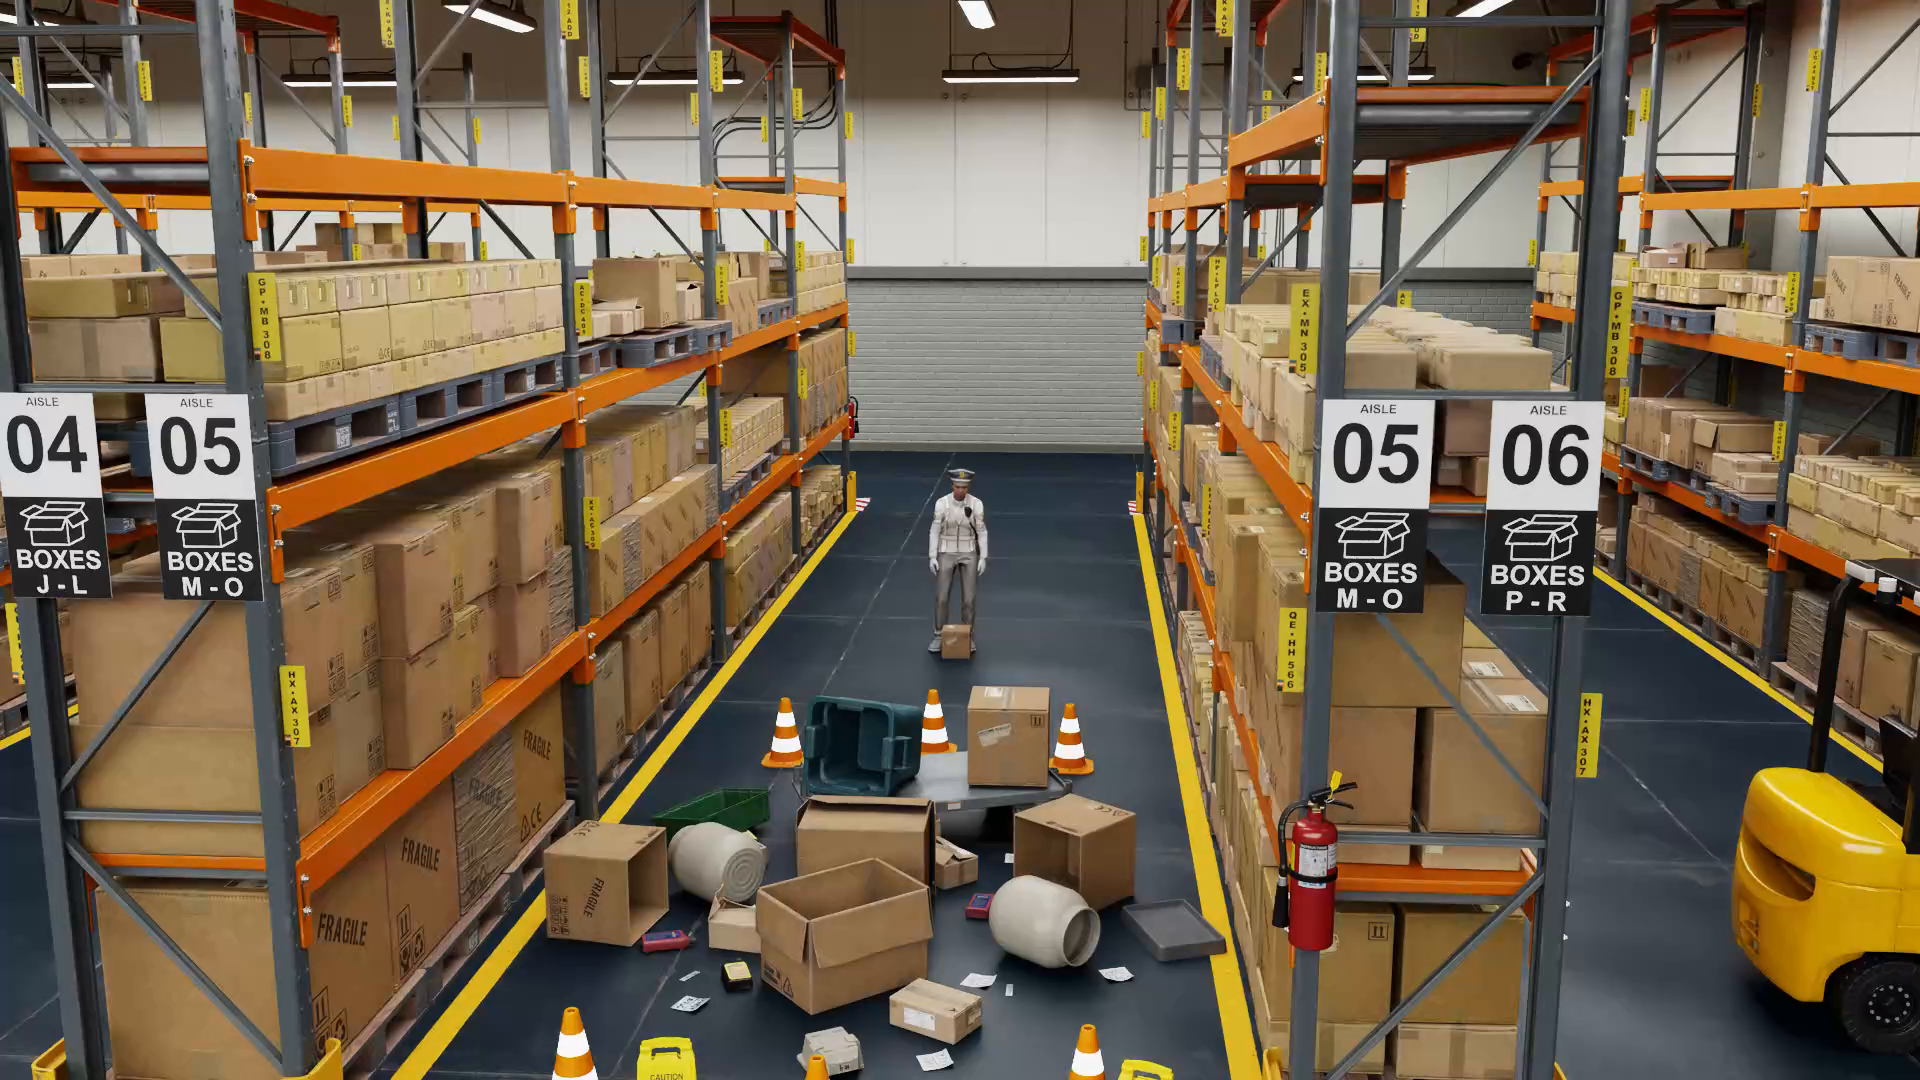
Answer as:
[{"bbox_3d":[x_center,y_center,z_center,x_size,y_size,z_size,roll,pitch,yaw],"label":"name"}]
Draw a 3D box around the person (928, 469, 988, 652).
[{"bbox_3d":[-0.017,0.174,15.015,0.543,1.662,0.376,0,11,0],"label":"person"}]
